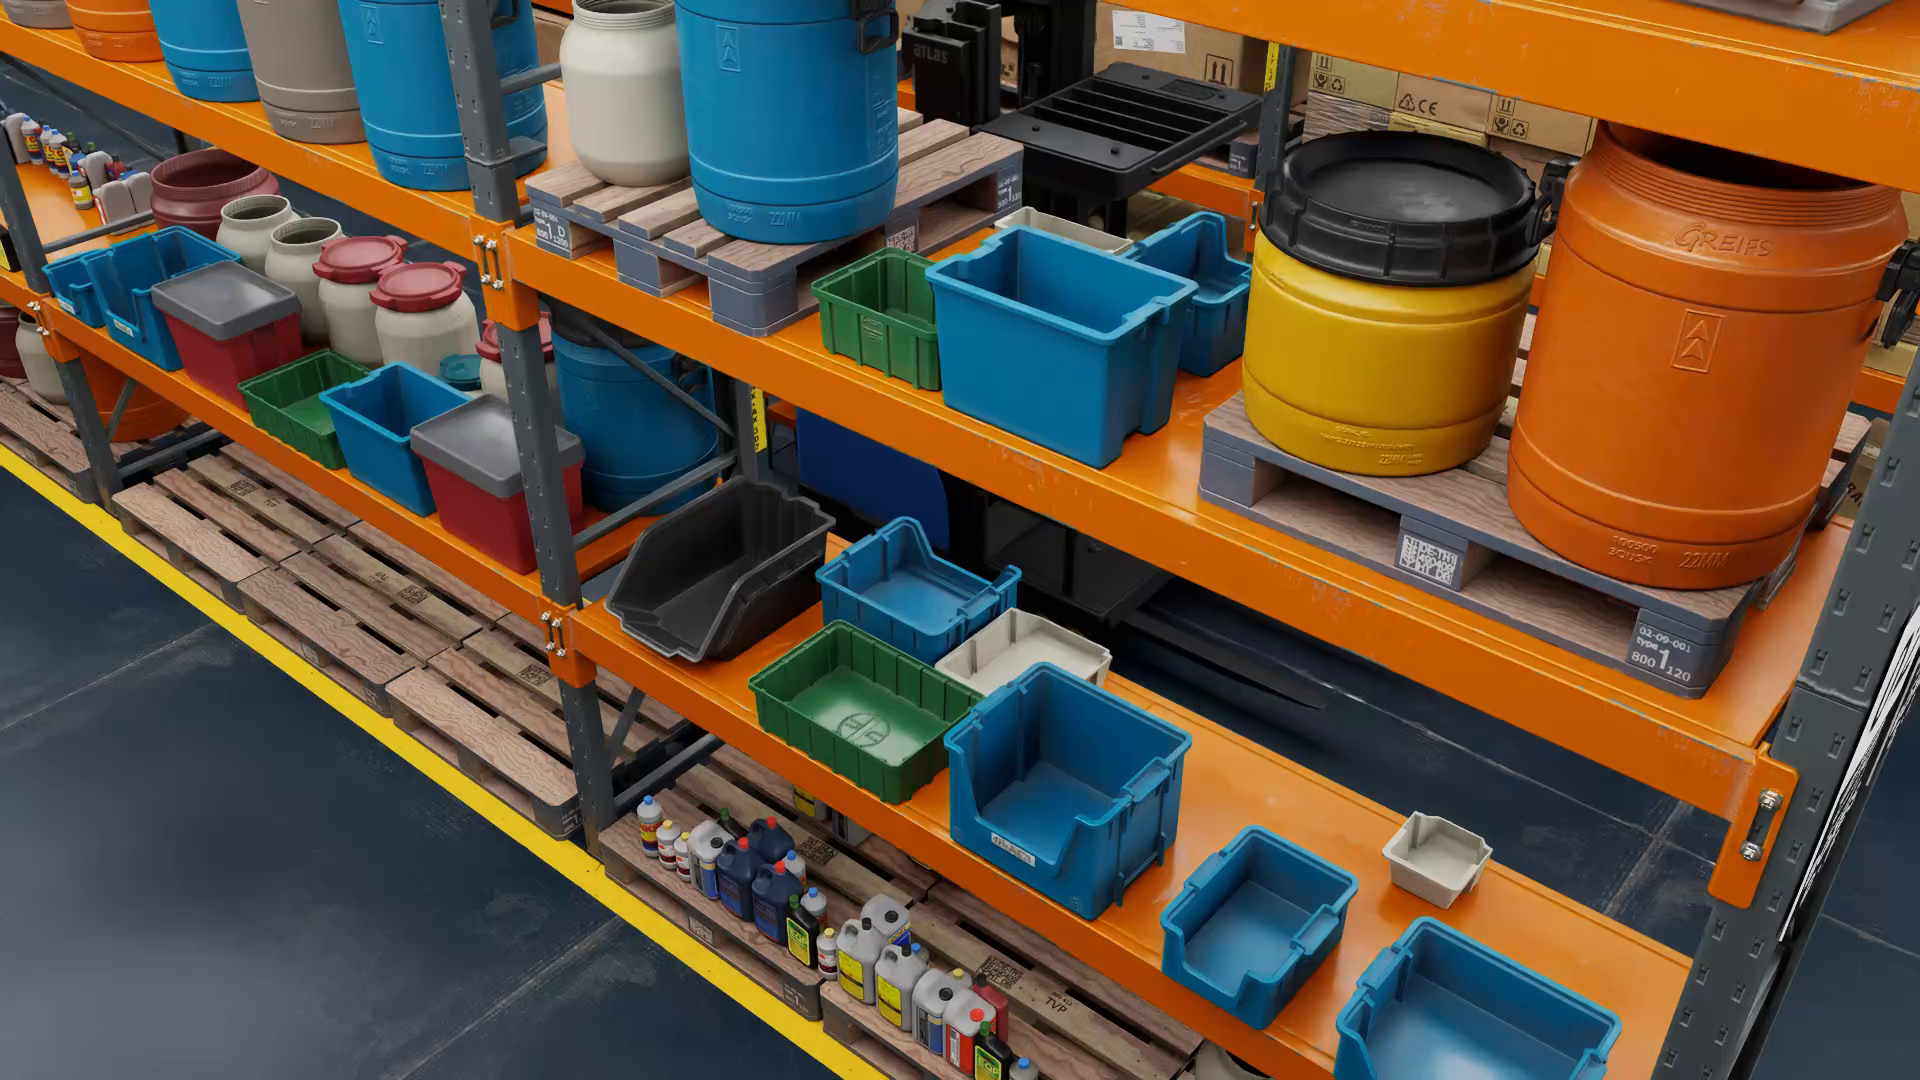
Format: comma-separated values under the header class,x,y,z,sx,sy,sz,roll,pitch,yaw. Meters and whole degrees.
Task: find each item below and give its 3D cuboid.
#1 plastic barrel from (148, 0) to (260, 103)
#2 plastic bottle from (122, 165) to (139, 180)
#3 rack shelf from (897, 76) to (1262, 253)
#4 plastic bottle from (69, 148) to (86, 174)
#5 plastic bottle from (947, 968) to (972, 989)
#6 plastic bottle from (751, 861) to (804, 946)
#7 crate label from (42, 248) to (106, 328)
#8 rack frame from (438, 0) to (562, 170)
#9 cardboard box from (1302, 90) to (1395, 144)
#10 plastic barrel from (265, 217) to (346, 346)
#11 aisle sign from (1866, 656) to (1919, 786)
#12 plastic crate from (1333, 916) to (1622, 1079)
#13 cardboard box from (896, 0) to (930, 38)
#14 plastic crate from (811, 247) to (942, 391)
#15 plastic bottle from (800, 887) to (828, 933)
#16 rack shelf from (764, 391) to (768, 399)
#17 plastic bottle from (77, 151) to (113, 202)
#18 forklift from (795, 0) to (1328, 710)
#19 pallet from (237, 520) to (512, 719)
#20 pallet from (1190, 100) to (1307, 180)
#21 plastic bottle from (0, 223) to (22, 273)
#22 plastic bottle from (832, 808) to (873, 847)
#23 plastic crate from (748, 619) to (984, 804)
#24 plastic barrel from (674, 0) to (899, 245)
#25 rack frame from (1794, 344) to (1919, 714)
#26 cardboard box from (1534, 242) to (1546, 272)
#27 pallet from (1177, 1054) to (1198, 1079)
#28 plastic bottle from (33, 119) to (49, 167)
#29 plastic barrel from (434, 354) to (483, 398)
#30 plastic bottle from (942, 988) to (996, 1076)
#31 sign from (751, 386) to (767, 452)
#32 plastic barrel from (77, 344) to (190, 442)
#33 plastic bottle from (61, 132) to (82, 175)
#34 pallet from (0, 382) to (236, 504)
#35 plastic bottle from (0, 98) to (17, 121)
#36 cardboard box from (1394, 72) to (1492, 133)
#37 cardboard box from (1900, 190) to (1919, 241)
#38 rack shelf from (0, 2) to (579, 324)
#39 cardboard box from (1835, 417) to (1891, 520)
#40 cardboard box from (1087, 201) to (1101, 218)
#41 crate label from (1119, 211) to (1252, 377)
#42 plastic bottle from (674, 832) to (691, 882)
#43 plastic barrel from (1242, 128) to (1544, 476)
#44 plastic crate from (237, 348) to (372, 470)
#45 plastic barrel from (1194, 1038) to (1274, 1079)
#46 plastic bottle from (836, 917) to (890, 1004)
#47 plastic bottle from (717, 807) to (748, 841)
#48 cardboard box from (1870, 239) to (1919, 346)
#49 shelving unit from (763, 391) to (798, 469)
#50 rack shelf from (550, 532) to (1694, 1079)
class,x,y,z,sx,sy,sz,roll,pitch,yaw
plastic barrel,-2.706,-2.146,6.133,0.708,0.901,0.600,25,42,32
plastic bottle,-4.442,-1.887,8.961,0.097,0.271,0.097,0,34,0
rack shelf,0.461,-2.722,10.700,4.000,0.370,1.077,25,42,32
plastic bottle,-4.837,-2.028,9.167,0.097,0.271,0.097,0,34,0
plastic bottle,-0.006,1.592,5.865,0.097,0.201,0.097,0,34,0
plastic bottle,-0.671,1.312,6.141,0.185,0.351,0.144,23,41,30
crate label,-4.161,-1.204,8.001,0.416,0.233,0.303,25,42,32
rack frame,-1.171,-2.613,4.605,0.127,3.000,1.000,25,42,32
cardboard box,2.304,-2.268,9.052,0.500,0.500,0.875,25,42,32
plastic barrel,-2.994,-1.202,7.752,0.421,0.512,0.421,0,34,0
aisle sign,2.146,0.136,3.606,0.004,0.787,0.394,25,42,32
plastic crate,1.327,1.319,4.310,0.616,0.251,0.499,25,42,32
cardboard box,-0.143,-3.621,10.913,0.700,0.500,0.500,-27,43,-33
plastic crate,-0.133,-0.599,4.510,0.450,0.188,0.336,25,42,32
plastic bottle,-0.534,1.382,6.109,0.097,0.271,0.097,0,34,0
rack shelf,-0.803,-0.804,8.980,0.480,0.148,0.258,24,41,31
plastic bottle,-4.726,-2.002,9.125,0.135,0.276,0.152,25,42,32
forklift,0.613,-0.967,7.570,3.031,2.935,1.130,24,41,31
pallet,-2.741,0.301,8.126,1.213,0.211,1.003,25,42,32
pallet,1.504,-2.555,9.991,1.213,0.211,1.003,25,42,32
plastic bottle,-4.829,-1.501,8.389,0.133,0.283,0.061,25,42,32
plastic bottle,-0.420,1.053,6.585,0.135,0.276,0.152,25,42,32
plastic crate,-0.308,0.562,5.469,0.662,0.188,0.450,25,42,32
plastic barrel,-0.475,-1.349,4.601,0.708,0.901,0.600,25,42,32
rack frame,1.903,-1.164,2.496,0.127,3.000,1.000,25,42,32
cardboard box,2.947,-1.540,8.565,0.250,0.149,0.380,25,42,32
pallet,1.194,2.155,5.425,1.213,0.211,1.003,25,42,32
plastic bottle,-5.230,-2.276,9.518,0.133,0.283,0.061,25,42,32
plastic barrel,-2.090,-0.629,7.138,0.301,0.262,0.301,0,34,0
plastic bottle,0.035,1.673,5.682,0.135,0.276,0.152,26,42,32
sign,-0.811,-0.489,6.568,0.005,0.325,0.100,25,42,32
plastic barrel,-4.632,-1.037,9.156,0.708,0.830,0.600,25,42,32
plastic bottle,-4.978,-2.157,9.345,0.133,0.283,0.061,25,42,32
pallet,-4.878,-0.706,9.592,1.213,0.211,1.003,25,42,32
plastic bottle,-5.557,-2.427,9.678,0.185,0.351,0.144,25,42,32
cardboard box,2.566,-2.416,8.385,0.500,0.500,0.500,25,42,32
cardboard box,4.103,-1.692,7.330,0.500,0.500,0.500,25,42,32
rack shelf,-2.708,-1.804,6.713,4.000,0.370,1.077,25,42,32
cardboard box,4.603,-0.222,8.260,0.500,0.500,0.500,-25,42,-32
cardboard box,0.755,-2.061,10.920,0.500,0.500,0.700,21,40,28
crate label,0.676,-0.688,4.583,0.408,0.251,0.502,25,42,32
plastic bottle,-1.050,1.212,6.418,0.097,0.201,0.097,0,34,0
plastic barrel,0.946,-0.536,3.693,0.600,0.588,0.600,0,34,0
plastic crate,-2.690,-0.560,7.103,0.662,0.188,0.450,25,42,32
plastic barrel,0.963,1.775,5.342,0.421,0.512,0.421,0,34,0
plastic bottle,-0.344,1.466,5.917,0.185,0.351,0.144,25,42,31
plastic bottle,-0.873,1.164,6.417,0.133,0.283,0.061,25,42,32
cardboard box,4.206,-1.349,7.714,0.500,0.500,0.875,25,42,32
shelving unit,-0.803,-0.860,8.942,0.503,1.200,0.258,24,41,31
rack shelf,0.366,0.881,5.452,4.000,0.370,1.077,25,42,32
